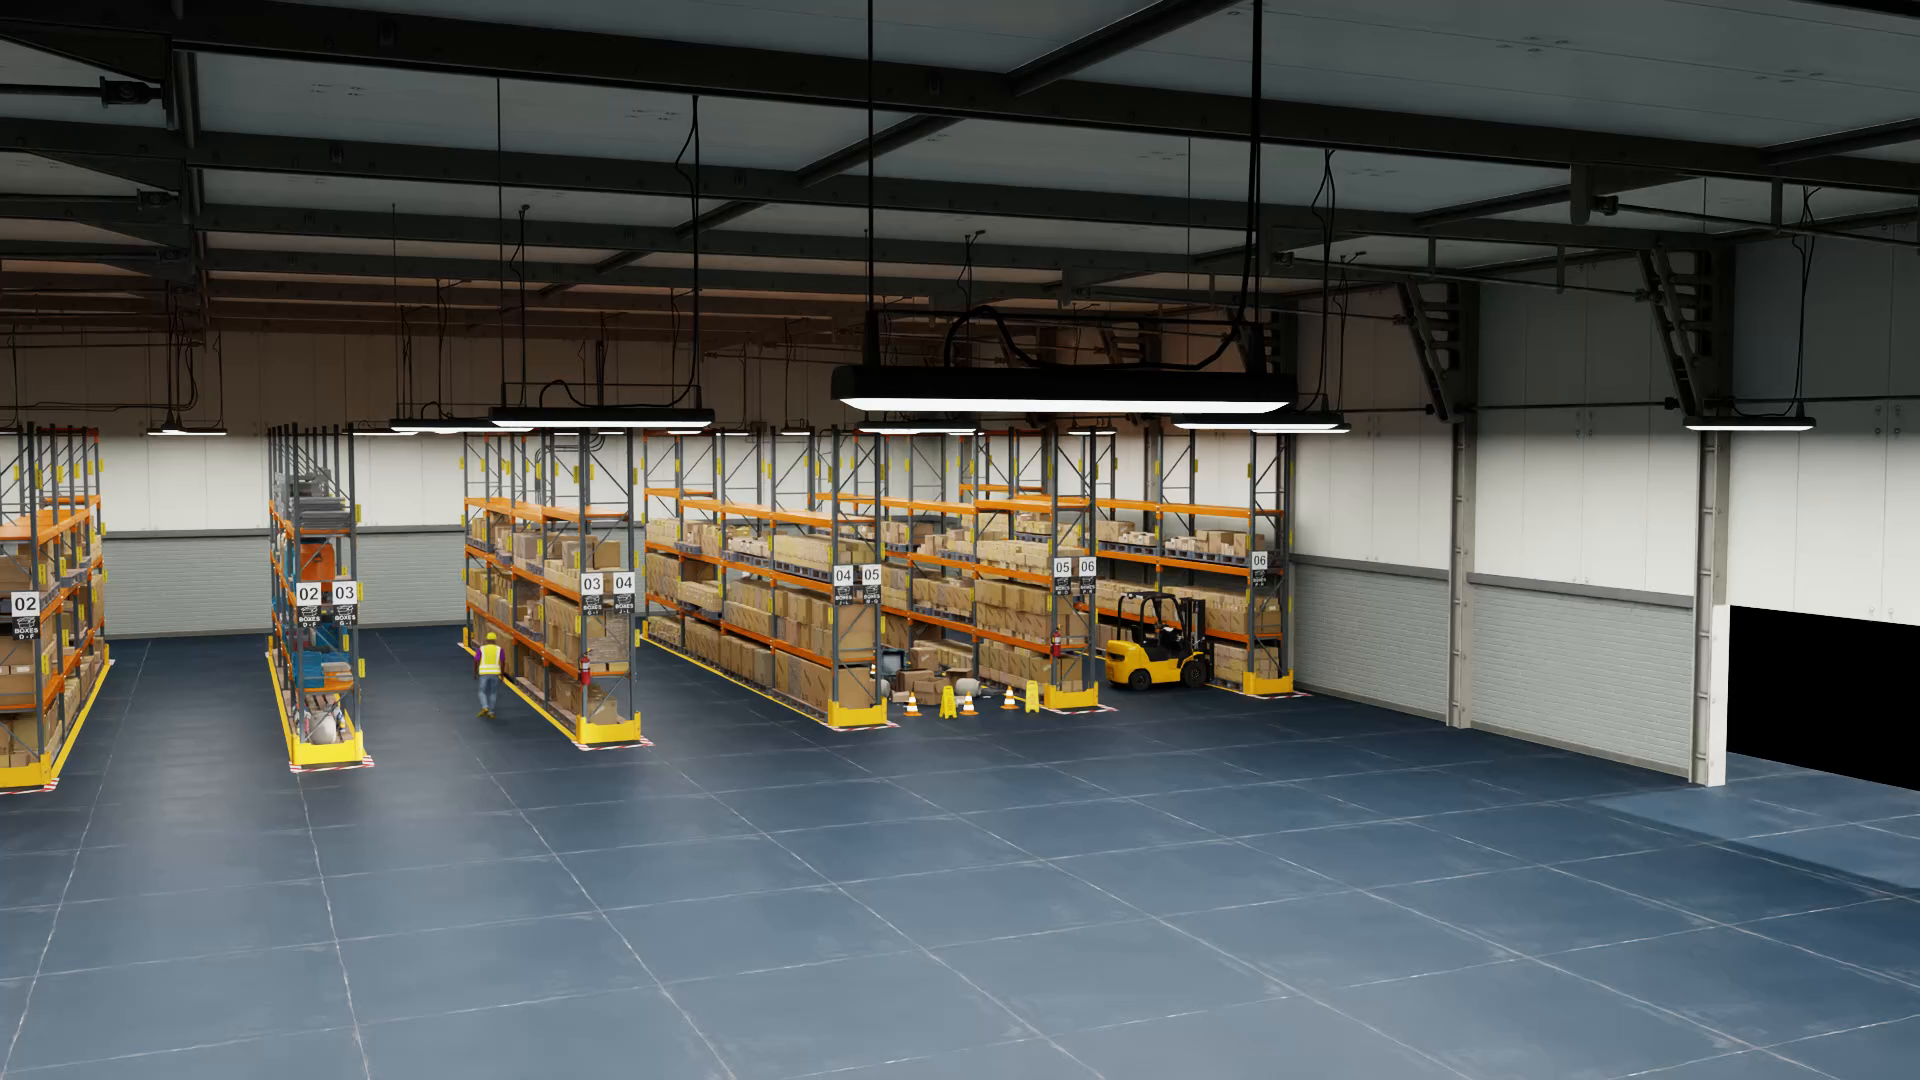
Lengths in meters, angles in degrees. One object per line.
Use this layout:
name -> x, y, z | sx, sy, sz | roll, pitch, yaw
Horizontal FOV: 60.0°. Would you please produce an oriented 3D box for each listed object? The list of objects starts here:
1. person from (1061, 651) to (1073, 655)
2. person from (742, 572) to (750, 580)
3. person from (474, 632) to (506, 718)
person -> 2.536, 2.492, 40.442 | 0.575, 1.539, 0.721 | -1, 4, -23
person -> -6.350, 1.820, 49.491 | 0.703, 1.766, 0.593 | -1, 4, -23
person -> -9.617, 2.778, 34.032 | 0.629, 1.736, 0.699 | -1, 4, -21
